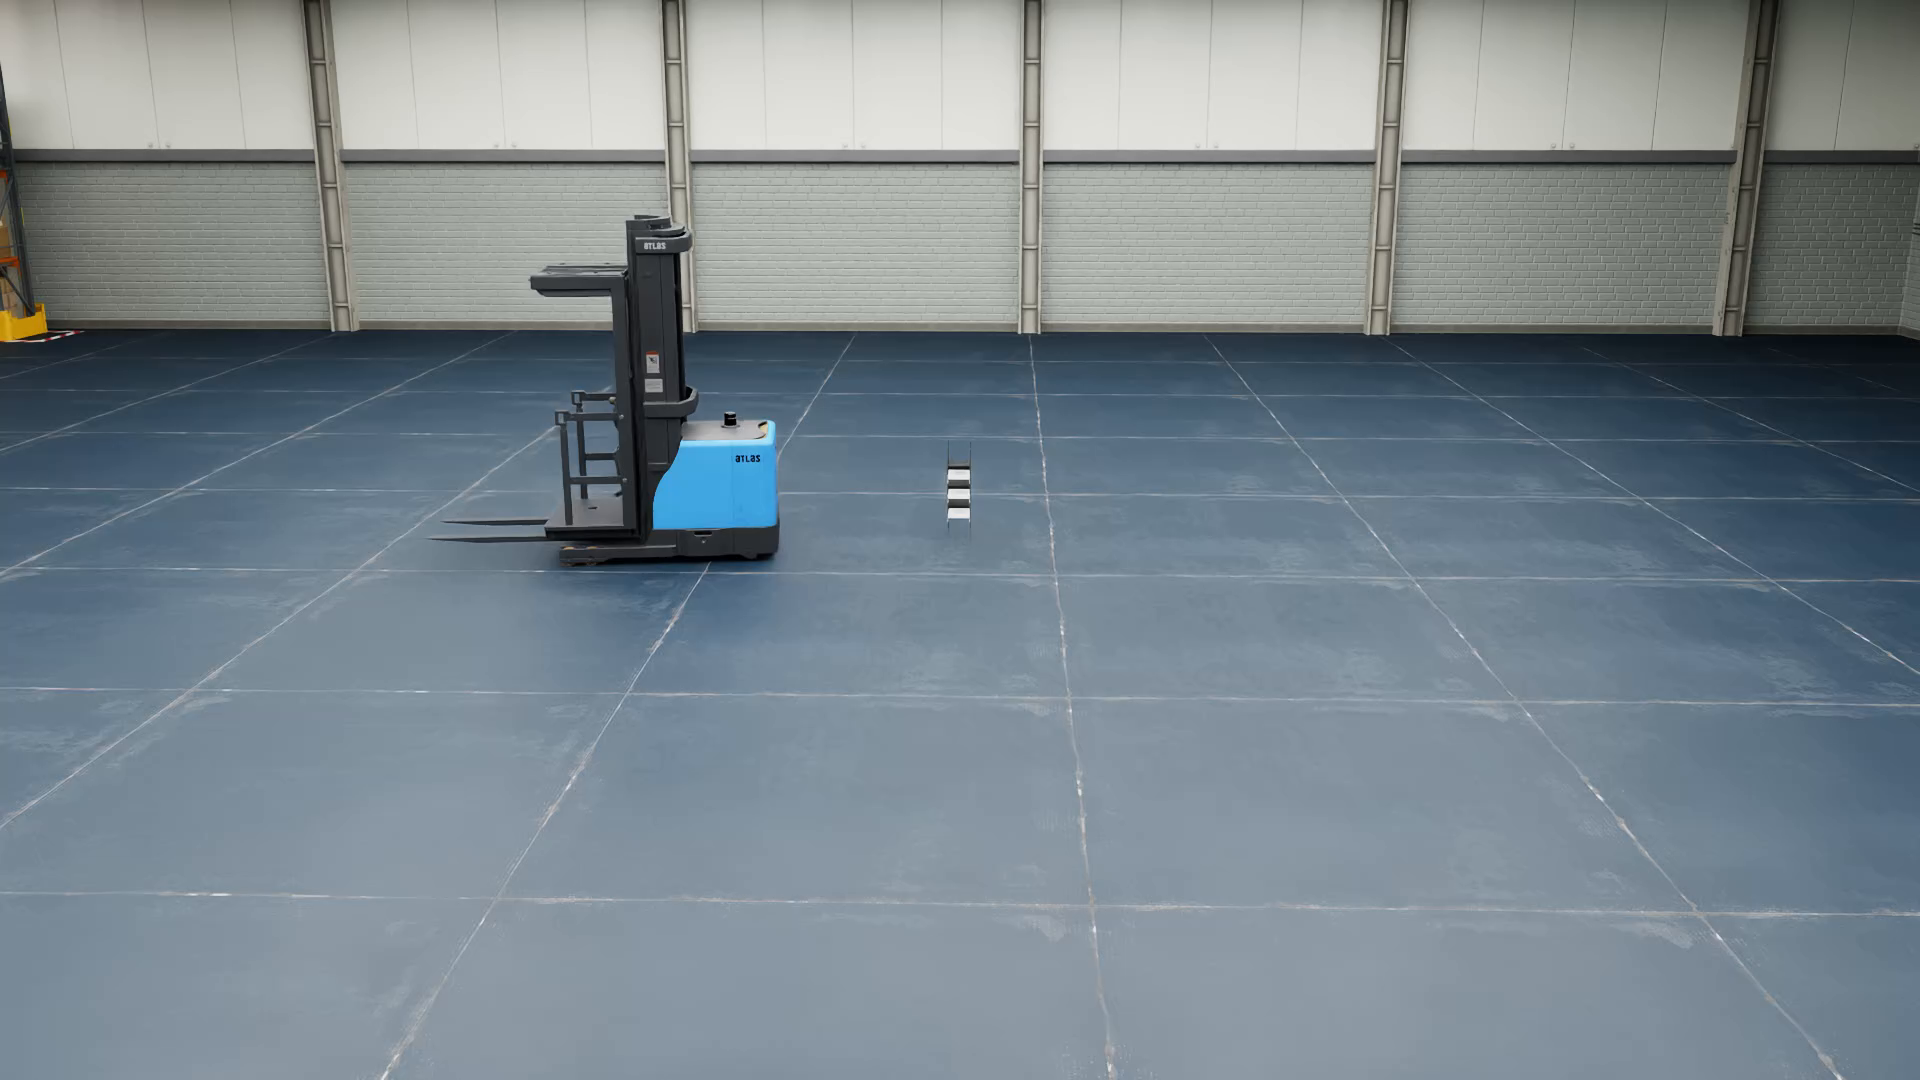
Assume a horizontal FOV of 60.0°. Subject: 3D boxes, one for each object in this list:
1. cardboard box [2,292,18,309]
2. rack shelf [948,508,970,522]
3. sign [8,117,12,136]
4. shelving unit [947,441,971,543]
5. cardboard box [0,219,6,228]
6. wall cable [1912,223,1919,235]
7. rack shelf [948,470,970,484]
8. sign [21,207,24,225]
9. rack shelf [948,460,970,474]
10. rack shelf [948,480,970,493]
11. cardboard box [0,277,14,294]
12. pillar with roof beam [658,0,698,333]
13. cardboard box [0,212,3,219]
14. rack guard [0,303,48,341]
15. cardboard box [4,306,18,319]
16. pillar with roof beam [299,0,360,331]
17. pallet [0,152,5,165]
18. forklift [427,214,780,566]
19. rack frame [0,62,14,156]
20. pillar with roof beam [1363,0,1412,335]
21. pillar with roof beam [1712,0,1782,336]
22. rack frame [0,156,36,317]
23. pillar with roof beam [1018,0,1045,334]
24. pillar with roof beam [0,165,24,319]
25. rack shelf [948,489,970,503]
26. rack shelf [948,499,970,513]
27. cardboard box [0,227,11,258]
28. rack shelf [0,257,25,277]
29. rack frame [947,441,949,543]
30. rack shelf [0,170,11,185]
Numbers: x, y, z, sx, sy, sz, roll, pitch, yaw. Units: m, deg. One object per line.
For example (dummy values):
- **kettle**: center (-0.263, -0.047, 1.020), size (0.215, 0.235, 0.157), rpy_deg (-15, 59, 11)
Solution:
- **cardboard box**: center (-16.582, -4.112, 28.544), size (0.500, 0.250, 0.500), rpy_deg (1, 15, 2)
- **rack shelf**: center (-0.008, -0.229, 15.190), size (0.200, 0.077, 0.258), rpy_deg (0, 15, 1)
- **sign**: center (-16.097, -6.994, 28.130), size (0.005, 0.325, 0.100), rpy_deg (0, 15, 1)
- **shelving unit**: center (-0.008, -0.435, 15.135), size (0.210, 0.900, 0.258), rpy_deg (0, 15, 1)
- **cardboard box**: center (-16.449, -5.371, 28.261), size (0.250, 0.149, 0.380), rpy_deg (0, 15, 0)
- **wall cable**: center (16.111, -6.023, 26.525), size (0.112, 2.526, 3.097), rpy_deg (0, 15, 1)
- **rack shelf**: center (-0.008, -0.577, 15.098), size (0.200, 0.077, 0.258), rpy_deg (0, 15, 1)
- **sign**: center (-16.097, -5.539, 28.514), size (0.005, 0.325, 0.100), rpy_deg (0, 15, 1)
- **rack shelf**: center (-0.008, -0.664, 15.075), size (0.200, 0.077, 0.258), rpy_deg (0, 15, 1)
- **rack shelf**: center (-0.008, -0.490, 15.121), size (0.200, 0.077, 0.258), rpy_deg (0, 15, 1)
- **cardboard box**: center (-16.593, -4.349, 28.462), size (0.500, 0.250, 0.500), rpy_deg (0, 15, 1)
- **pillar with roof beam**: center (-4.904, -6.900, 23.763), size (0.400, 9.000, 9.100), rpy_deg (0, 15, 1)
- **cardboard box**: center (-16.447, -5.503, 28.179), size (0.250, 0.149, 0.380), rpy_deg (0, 15, 0)
- **rack guard**: center (-16.093, -3.732, 28.416), size (0.348, 0.500, 1.175), rpy_deg (0, 15, 1)
- **cardboard box**: center (-16.603, -3.868, 28.596), size (0.500, 0.250, 0.500), rpy_deg (0, 15, 2)
- **pillar with roof beam**: center (-10.902, -6.939, 23.912), size (0.400, 9.000, 9.100), rpy_deg (0, 15, 1)
- **pallet**: center (-16.823, -6.360, 27.769), size (1.213, 0.211, 1.003), rpy_deg (0, 15, 1)
- **forklift**: center (-3.146, -1.331, 14.549), size (3.031, 2.935, 1.130), rpy_deg (-1, 15, -5)
- **rack frame**: center (-16.117, -7.842, 27.333), size (0.127, 3.000, 1.000), rpy_deg (0, 15, 1)
- **pillar with roof beam**: center (7.092, -6.822, 23.467), size (0.400, 9.000, 9.100), rpy_deg (0, 15, 1)
- **pillar with roof beam**: center (13.090, -6.783, 23.319), size (0.400, 9.000, 9.100), rpy_deg (0, 15, 1)
- **rack frame**: center (-16.117, -4.941, 28.098), size (0.127, 3.000, 1.000), rpy_deg (0, 15, 1)
- **pillar with roof beam**: center (1.094, -6.861, 23.615), size (0.400, 9.000, 9.100), rpy_deg (0, 15, 1)
- **pillar with roof beam**: center (-16.900, -6.978, 24.060), size (0.400, 9.000, 9.100), rpy_deg (0, 15, 1)
- **rack shelf**: center (-0.008, -0.403, 15.144), size (0.200, 0.077, 0.258), rpy_deg (0, 15, 1)
- **rack shelf**: center (-0.008, -0.316, 15.167), size (0.200, 0.077, 0.258), rpy_deg (0, 15, 1)
- **cardboard box**: center (-16.605, -5.063, 28.366), size (0.500, 0.500, 0.500), rpy_deg (1, 15, 3)
- **rack shelf**: center (-18.116, -4.606, 28.239), size (4.000, 0.370, 1.077), rpy_deg (0, 15, 1)
- **rack frame**: center (-0.110, -0.436, 15.138), size (0.006, 0.900, 0.240), rpy_deg (0, 15, 1)
- **rack shelf**: center (-18.116, -6.057, 27.856), size (4.000, 0.370, 1.077), rpy_deg (0, 15, 1)
